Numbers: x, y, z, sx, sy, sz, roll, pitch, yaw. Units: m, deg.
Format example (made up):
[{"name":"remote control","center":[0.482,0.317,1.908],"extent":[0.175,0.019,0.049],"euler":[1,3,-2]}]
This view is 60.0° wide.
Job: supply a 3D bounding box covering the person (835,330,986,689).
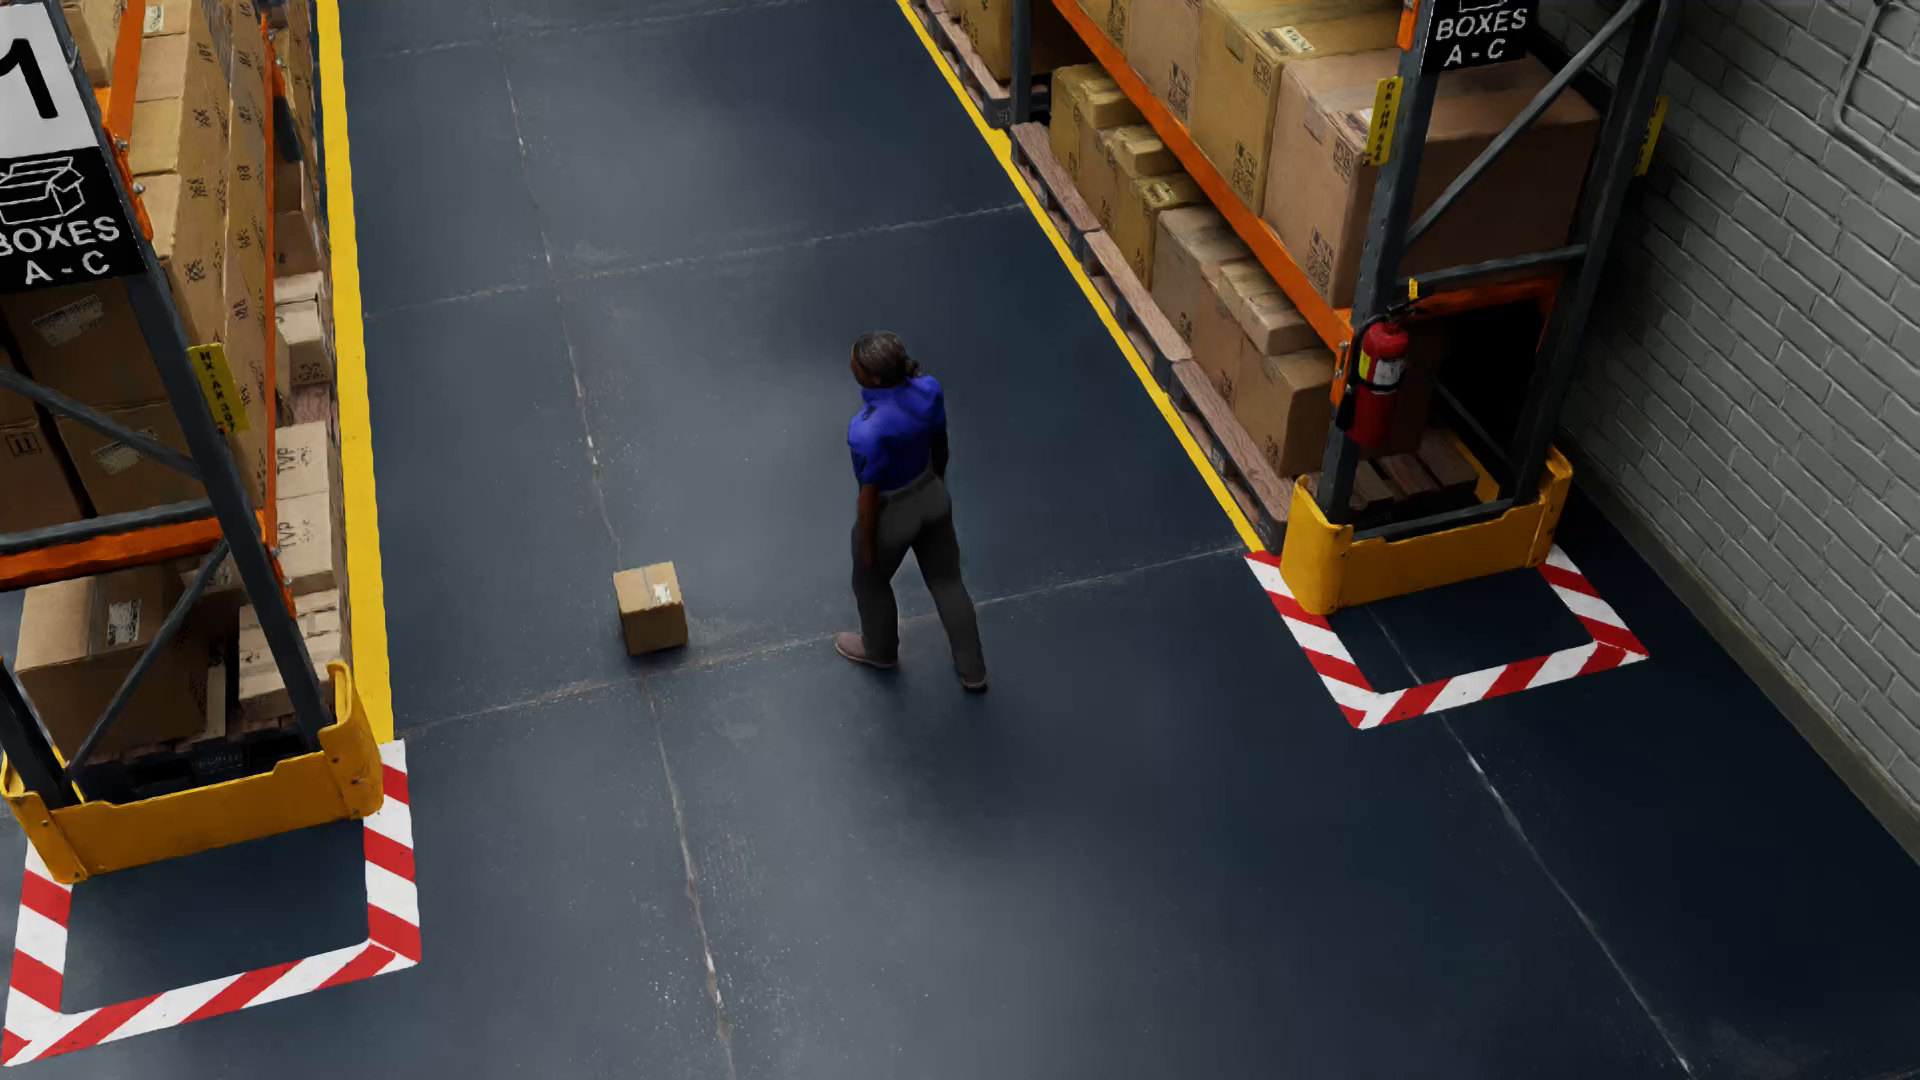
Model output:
[{"name":"person","center":[-0.197,-0.095,6.269],"extent":[0.469,1.654,0.650],"euler":[-34,52,-31]}]
